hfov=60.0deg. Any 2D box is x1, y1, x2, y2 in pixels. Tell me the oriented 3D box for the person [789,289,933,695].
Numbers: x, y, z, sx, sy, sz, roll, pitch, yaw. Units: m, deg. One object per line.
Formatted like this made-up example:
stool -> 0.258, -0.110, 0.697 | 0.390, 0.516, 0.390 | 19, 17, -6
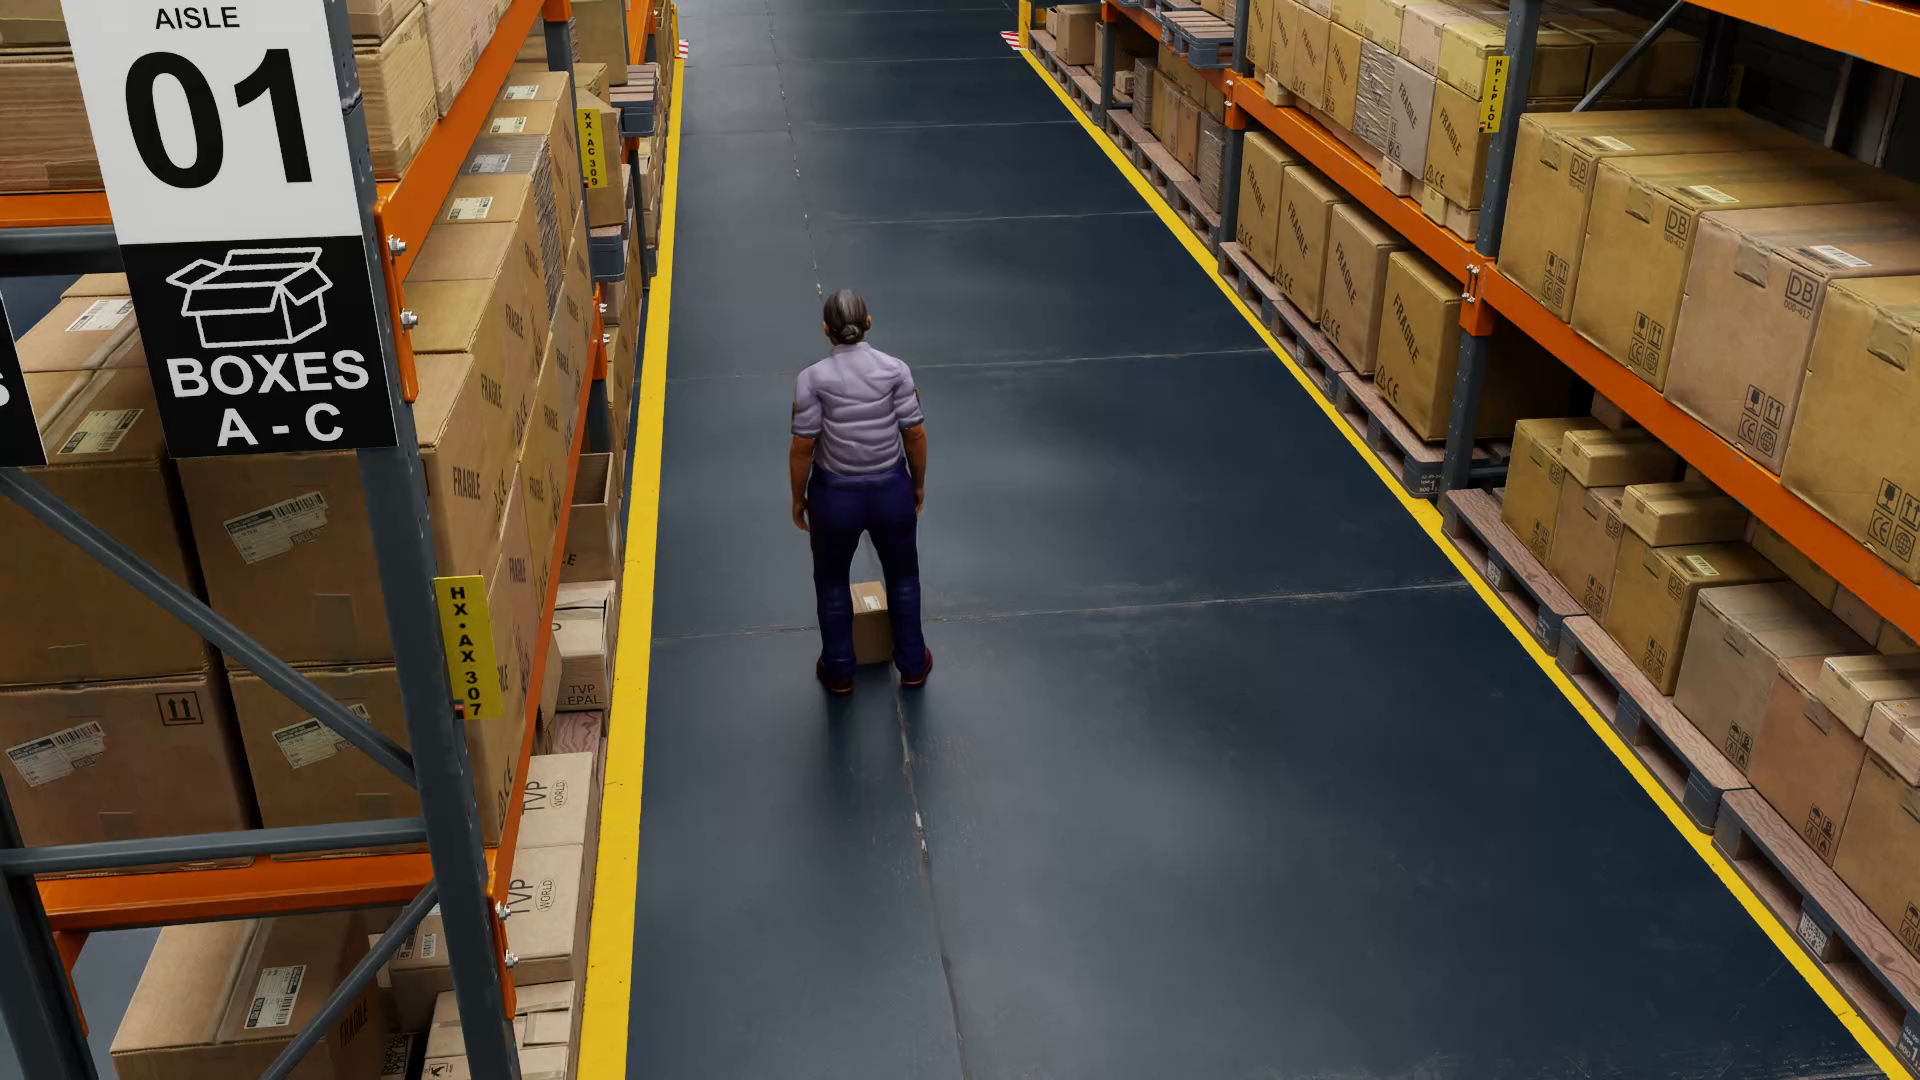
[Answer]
person -> -0.374, -0.154, 6.441 | 0.565, 1.637, 0.371 | -5, 28, -10
